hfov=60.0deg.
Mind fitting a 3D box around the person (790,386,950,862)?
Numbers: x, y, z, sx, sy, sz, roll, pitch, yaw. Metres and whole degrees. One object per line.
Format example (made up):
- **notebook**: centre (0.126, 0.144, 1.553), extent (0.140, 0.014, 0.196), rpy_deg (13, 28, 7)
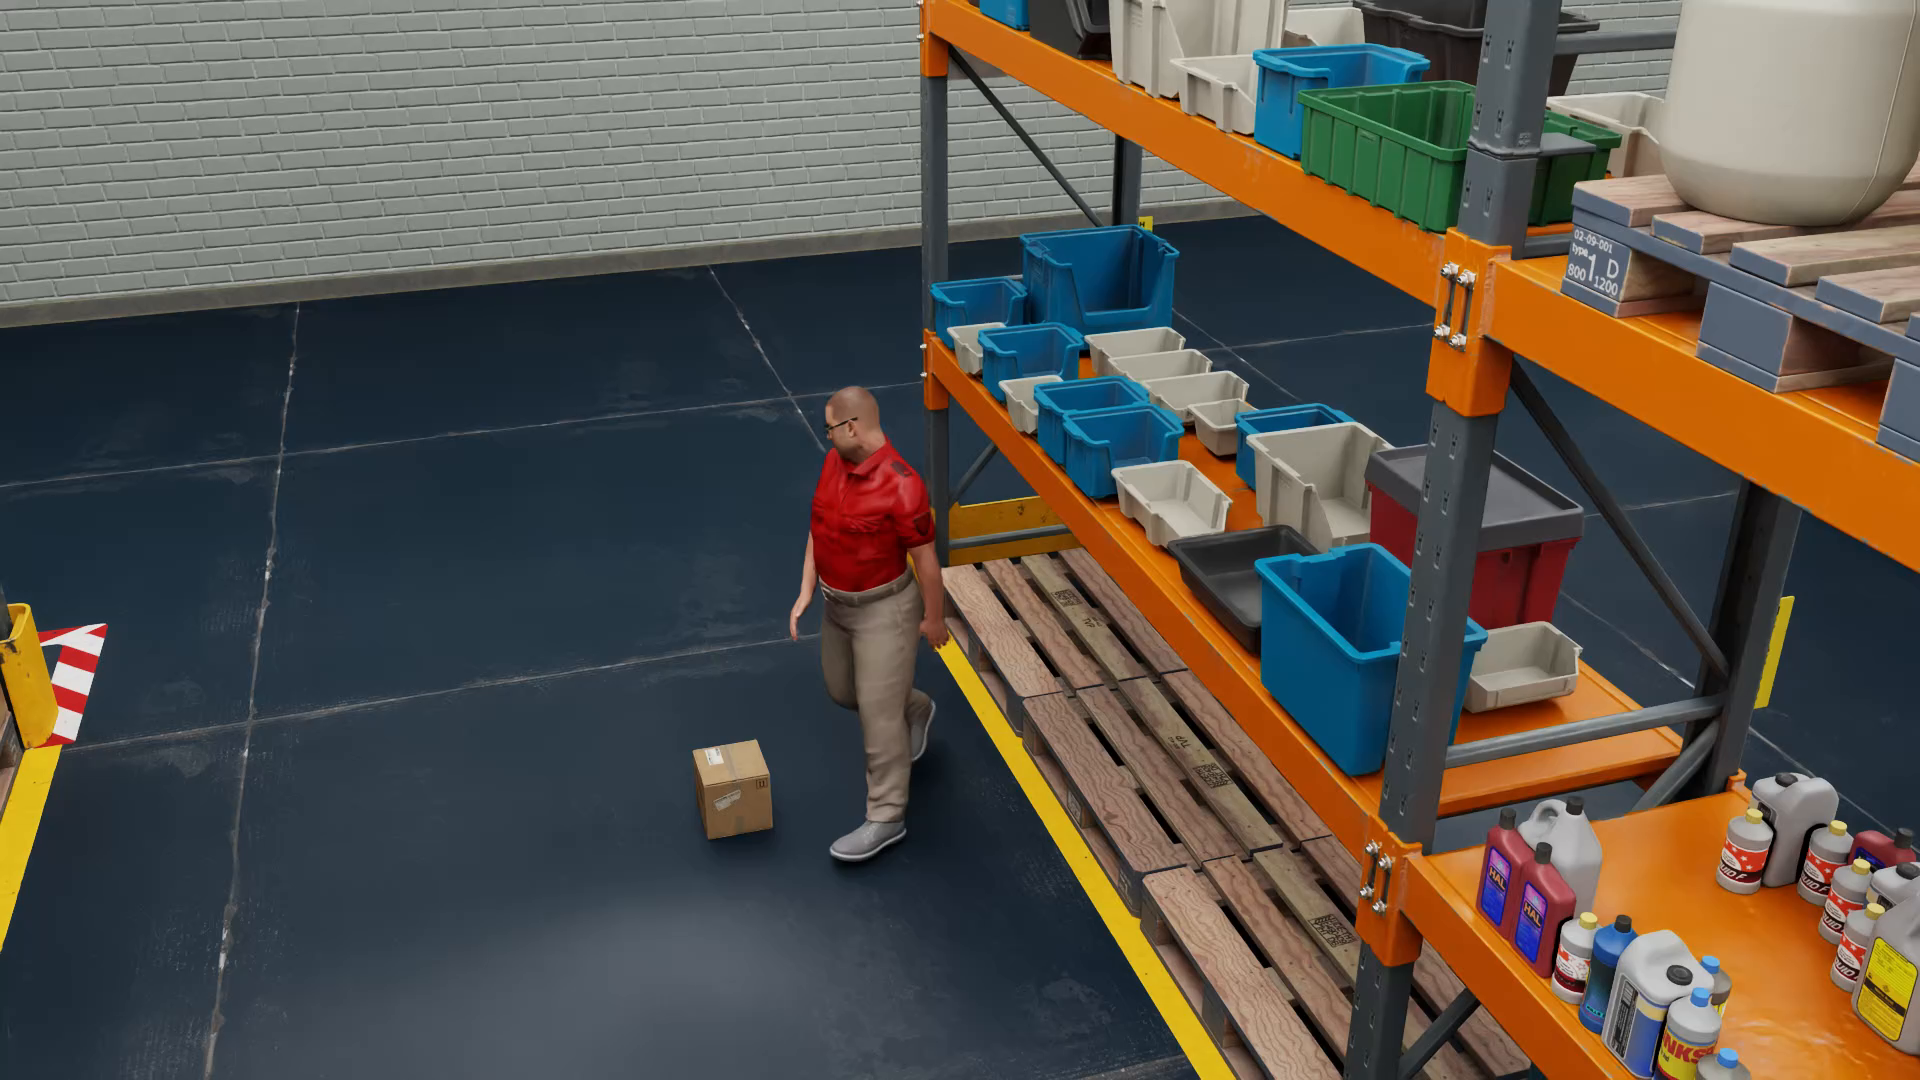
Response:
- **person**: centre (-0.303, 0.247, 6.140), extent (0.787, 1.687, 0.591), rpy_deg (-19, 32, -34)
